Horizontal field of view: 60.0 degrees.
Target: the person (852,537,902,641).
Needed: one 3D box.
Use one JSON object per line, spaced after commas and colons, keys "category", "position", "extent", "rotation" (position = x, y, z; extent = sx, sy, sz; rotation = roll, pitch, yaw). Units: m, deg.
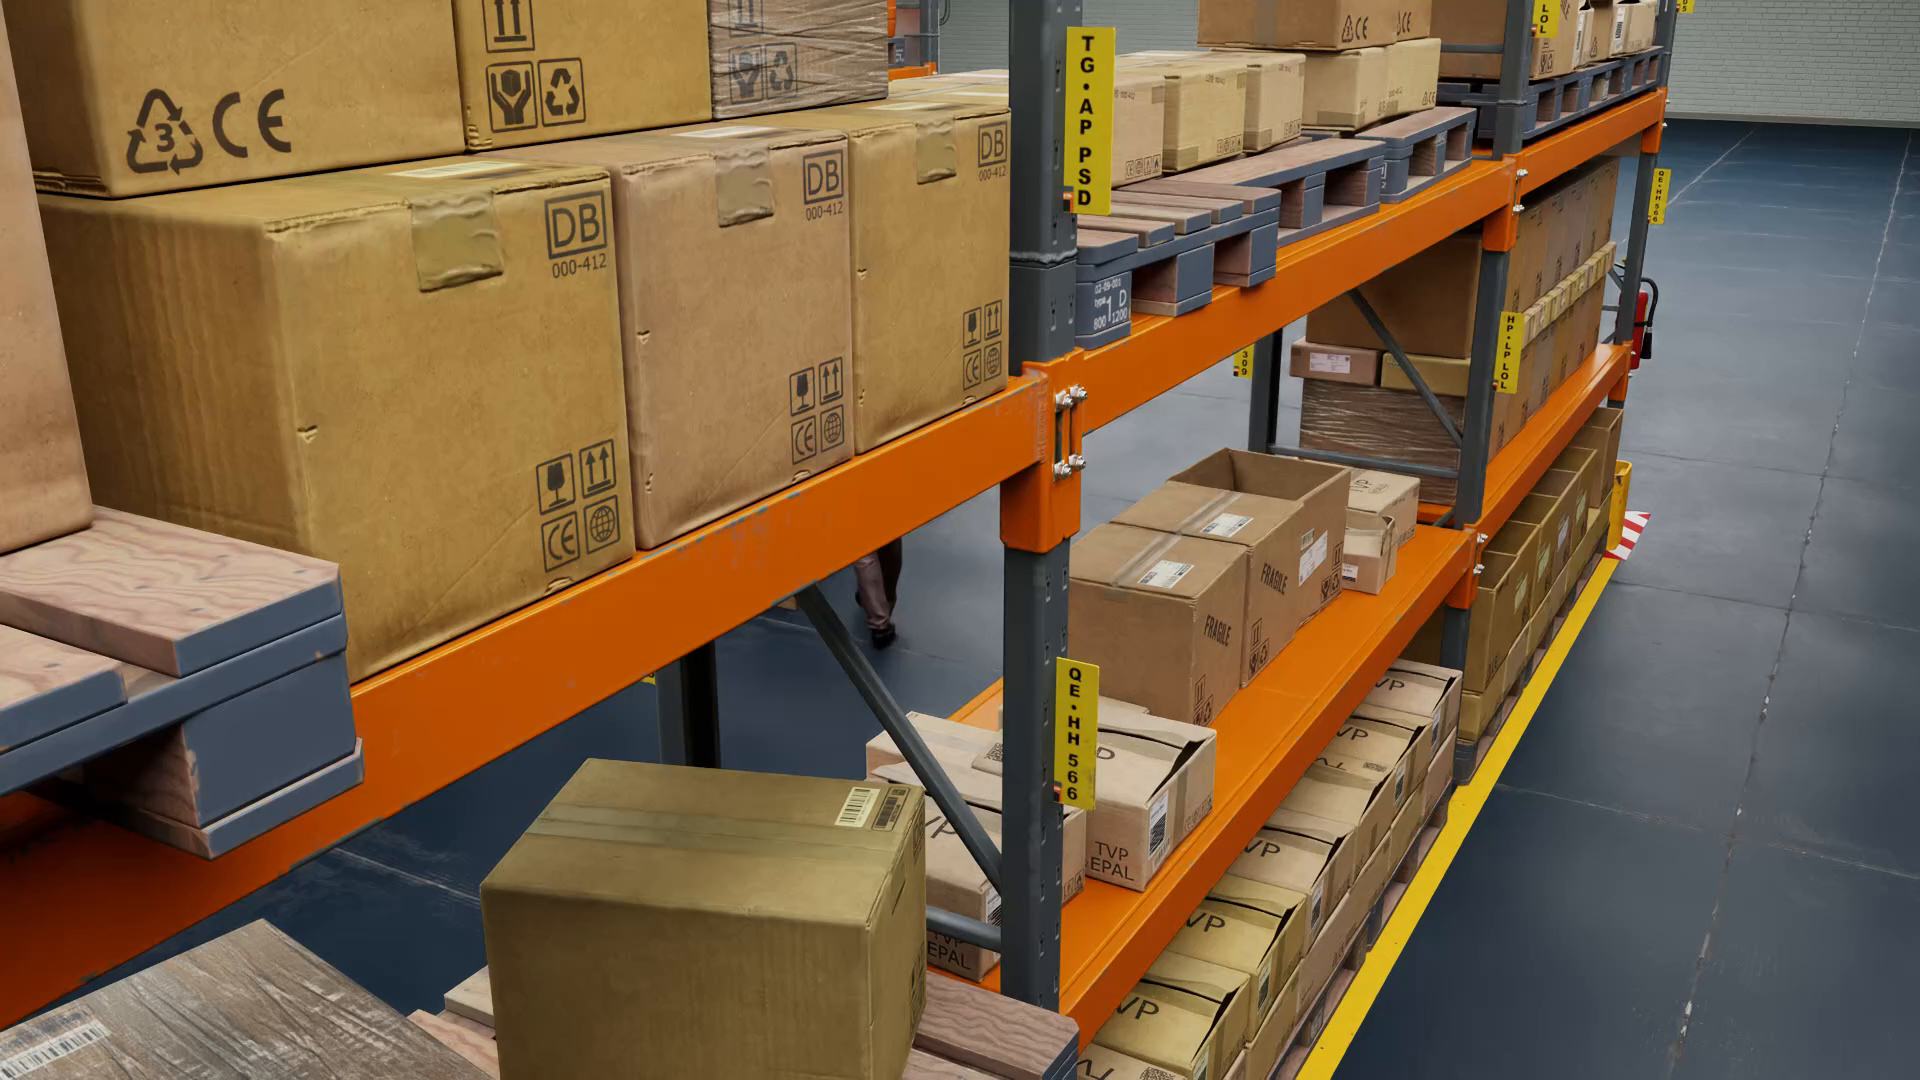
{"category": "person", "position": [-0.487, -0.330, 9.059], "extent": [0.554, 1.725, 0.679], "rotation": [-9, 21, -24]}
